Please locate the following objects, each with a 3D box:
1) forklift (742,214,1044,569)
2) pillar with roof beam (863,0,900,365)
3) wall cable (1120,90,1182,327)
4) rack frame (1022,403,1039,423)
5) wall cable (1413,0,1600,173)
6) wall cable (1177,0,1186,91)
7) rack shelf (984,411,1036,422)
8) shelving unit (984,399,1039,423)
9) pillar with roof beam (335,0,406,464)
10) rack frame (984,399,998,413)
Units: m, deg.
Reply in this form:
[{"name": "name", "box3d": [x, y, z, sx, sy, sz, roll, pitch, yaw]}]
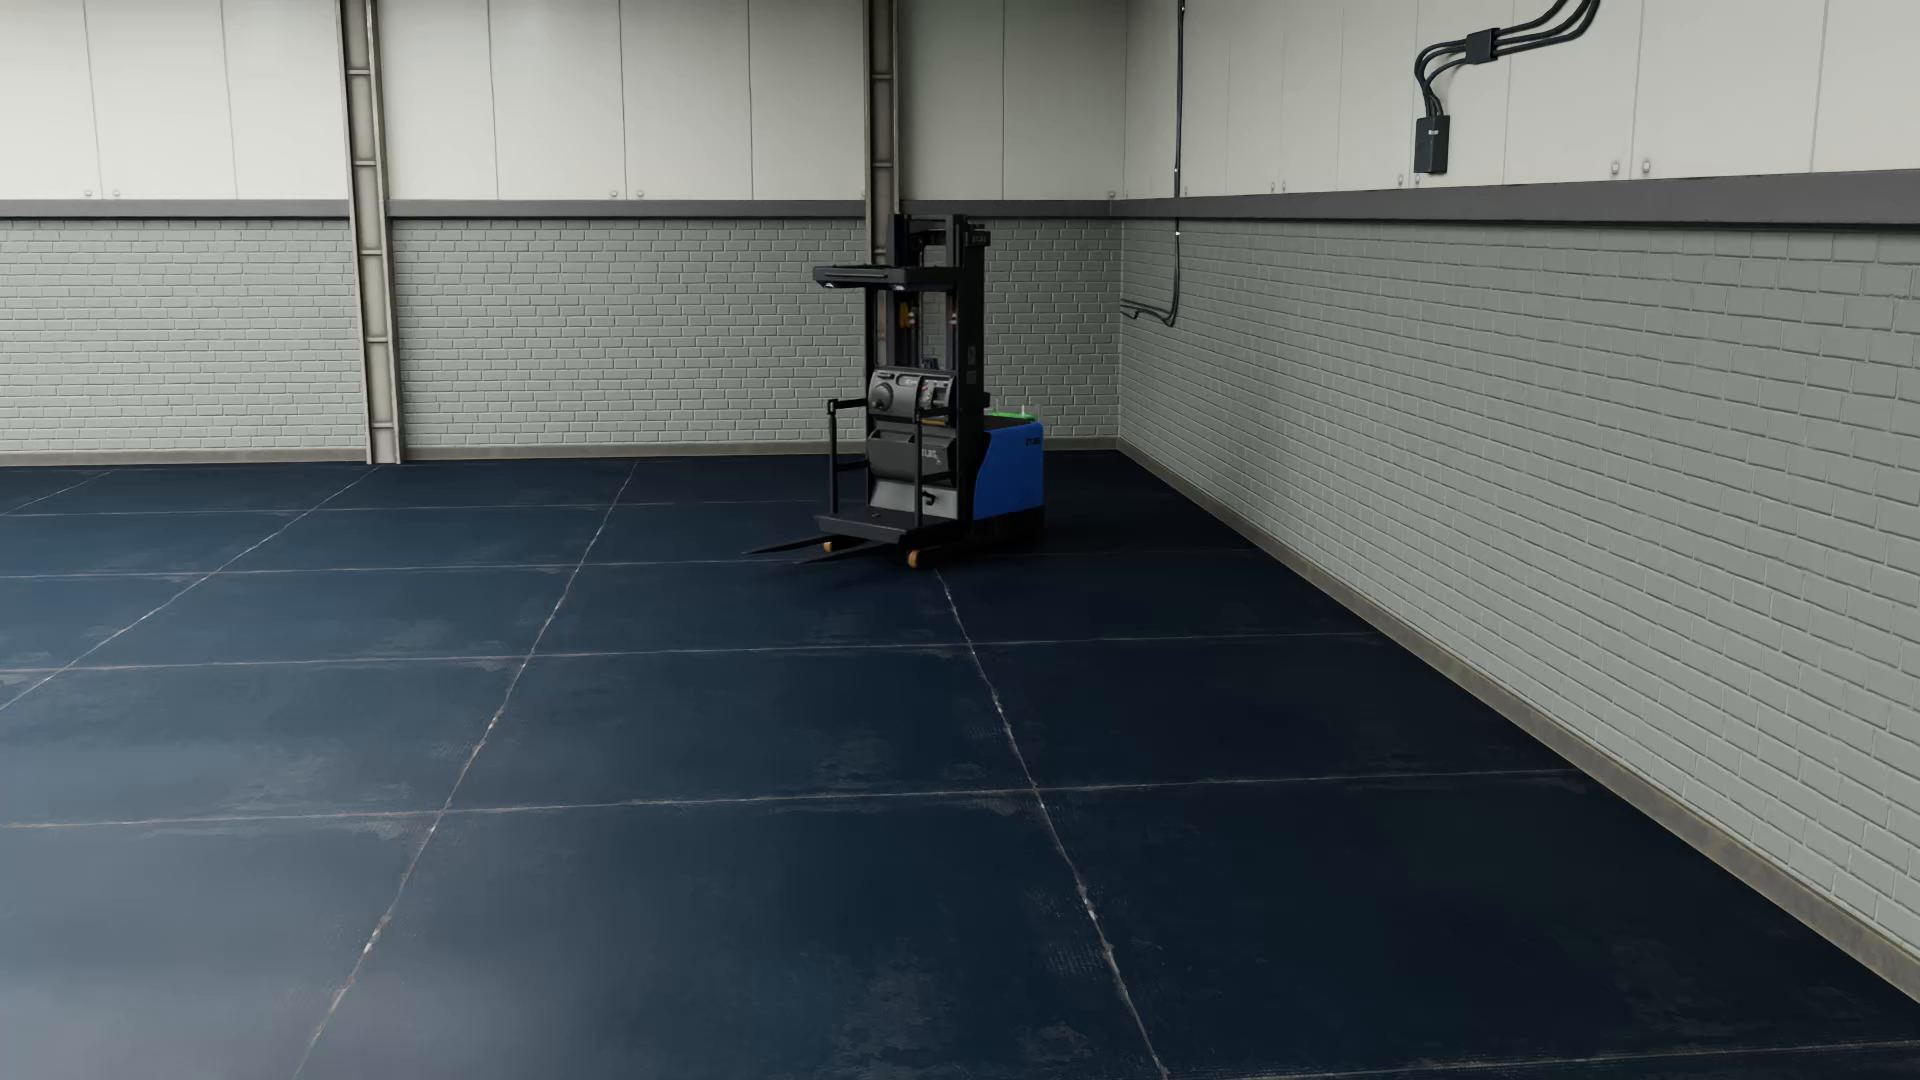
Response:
[{"name": "forklift", "box3d": [-0.557, -1.300, 14.267, 1.130, 2.935, 3.031, 9, 14, 39]}, {"name": "pillar with roof beam", "box3d": [-0.475, -4.655, 15.600, 0.400, 9.000, 9.100, -1, 11, -6]}, {"name": "wall cable", "box3d": [2.131, -3.765, 19.121, 0.112, 2.526, 3.097, -1, 11, -6]}, {"name": "rack frame", "box3d": [0.657, -0.673, 15.562, 0.015, 1.200, 0.240, 9, 14, 39]}, {"name": "wall cable", "box3d": [3.141, -5.136, 9.231, 0.169, 6.003, 2.305, -1, 11, -6]}, {"name": "wall cable", "box3d": [2.423, -5.724, 15.995, 0.112, 2.526, 3.097, -1, 11, -6]}, {"name": "rack shelf", "box3d": [0.469, -1.111, 15.633, 0.480, 0.148, 0.258, 9, 14, 39]}, {"name": "shelving unit", "box3d": [0.469, -0.703, 15.713, 0.503, 1.200, 0.258, 9, 14, 39]}, {"name": "pillar with roof beam", "box3d": [-6.440, -4.530, 14.964, 0.400, 9.000, 9.100, -1, 11, -6]}, {"name": "rack frame", "box3d": [0.280, -0.732, 15.865, 0.015, 1.200, 0.240, 9, 14, 39]}]
